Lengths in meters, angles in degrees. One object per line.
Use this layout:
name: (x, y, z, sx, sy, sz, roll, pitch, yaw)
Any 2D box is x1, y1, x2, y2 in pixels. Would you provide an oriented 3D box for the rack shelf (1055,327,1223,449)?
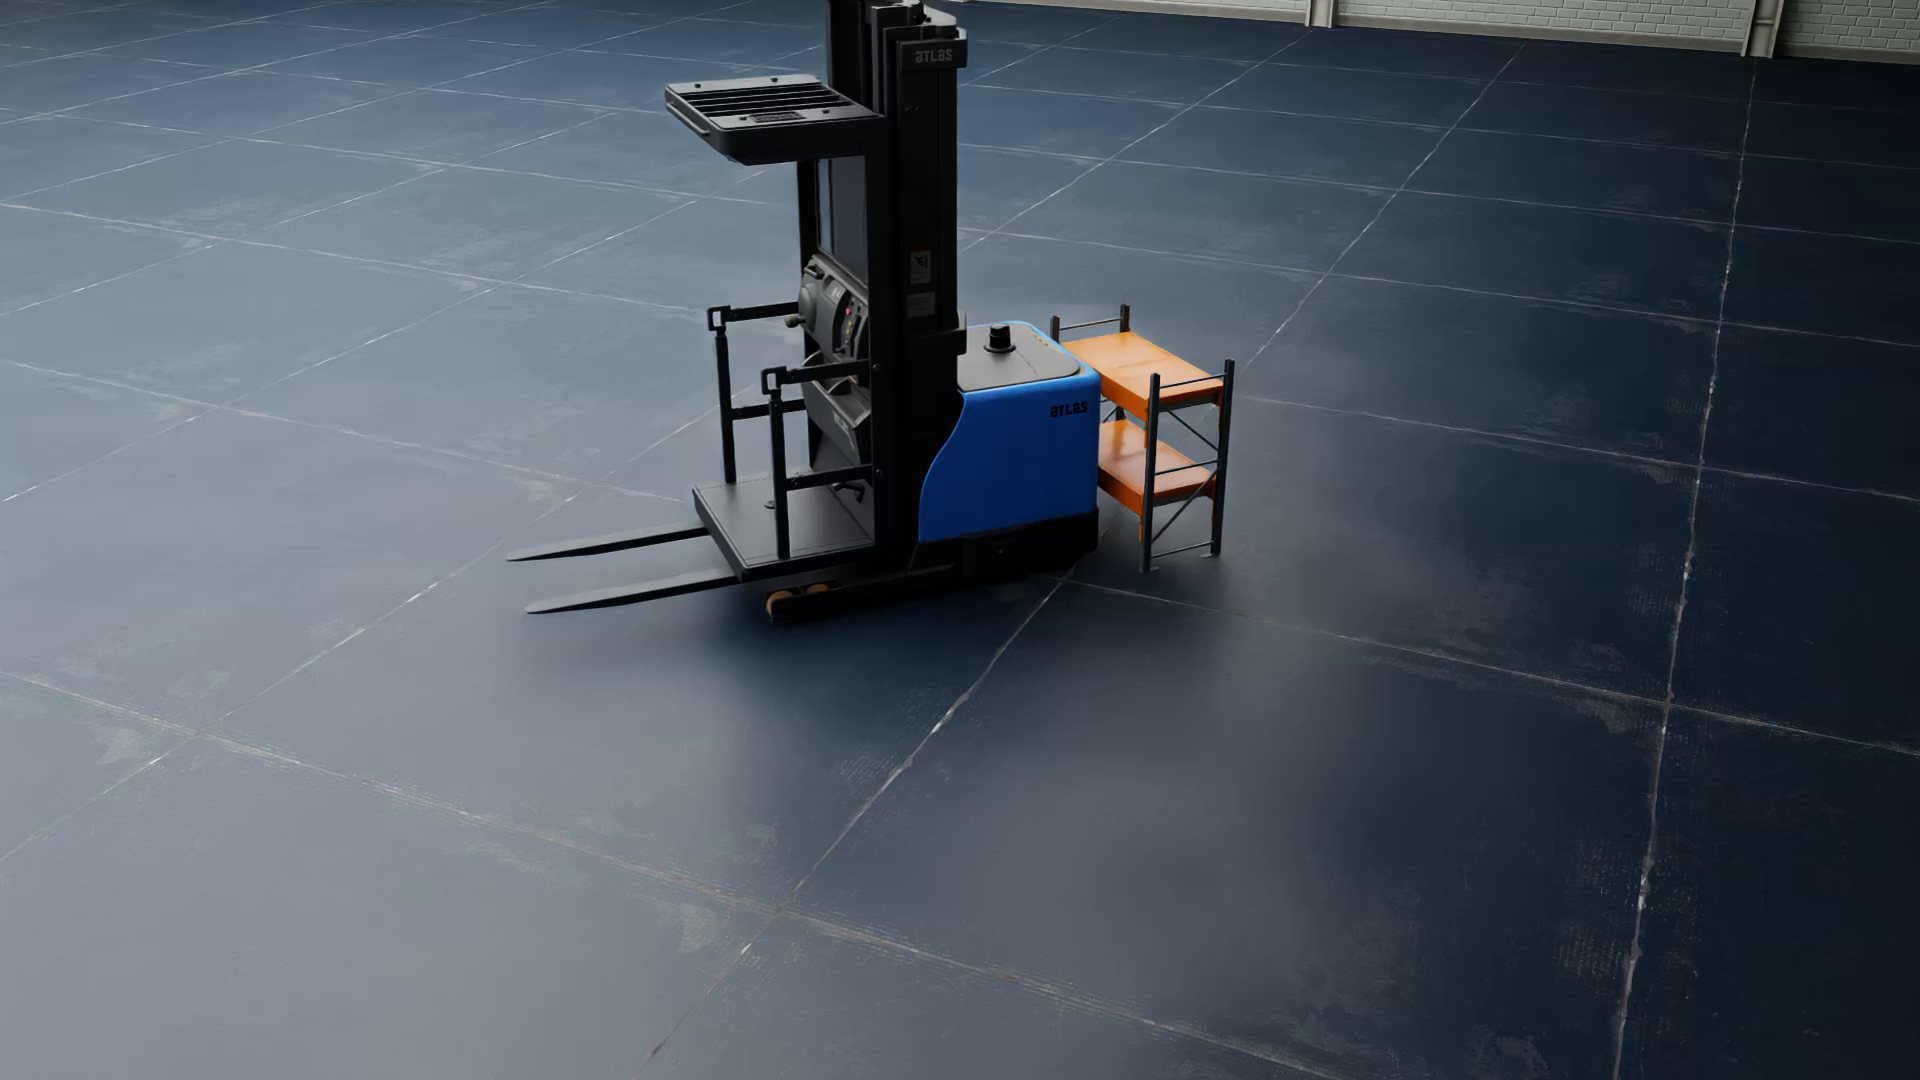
rack shelf: (0.961, -0.843, 9.026, 0.538, 0.278, 1.000, -13, 29, -24)

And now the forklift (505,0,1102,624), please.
forklift: (-0.820, -1.154, 8.277, 3.031, 2.935, 1.130, -10, 28, -20)

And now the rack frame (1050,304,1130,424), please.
rack frame: (0.731, -0.780, 9.562, 0.500, 1.125, 0.032, -13, 29, -24)

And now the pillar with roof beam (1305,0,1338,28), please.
pillar with roof beam: (3.618, -10.010, 19.394, 0.400, 9.000, 9.100, 11, 28, 22)

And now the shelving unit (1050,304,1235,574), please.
shelving unit: (0.961, -0.580, 9.155, 0.538, 1.125, 1.048, -13, 29, -24)

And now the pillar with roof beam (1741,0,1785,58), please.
pillar with roof beam: (9.079, -8.913, 17.166, 0.400, 9.000, 9.100, 11, 28, 22)

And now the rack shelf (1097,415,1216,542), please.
rack shelf: (0.961, -0.361, 9.263, 0.538, 0.278, 1.000, -13, 29, -24)

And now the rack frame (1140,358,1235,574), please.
rack frame: (1.192, -0.380, 8.749, 0.500, 1.125, 0.032, -13, 29, -24)

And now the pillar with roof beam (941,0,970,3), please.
pillar with roof beam: (-1.844, -11.107, 21.622, 0.400, 9.000, 9.100, 11, 28, 22)
